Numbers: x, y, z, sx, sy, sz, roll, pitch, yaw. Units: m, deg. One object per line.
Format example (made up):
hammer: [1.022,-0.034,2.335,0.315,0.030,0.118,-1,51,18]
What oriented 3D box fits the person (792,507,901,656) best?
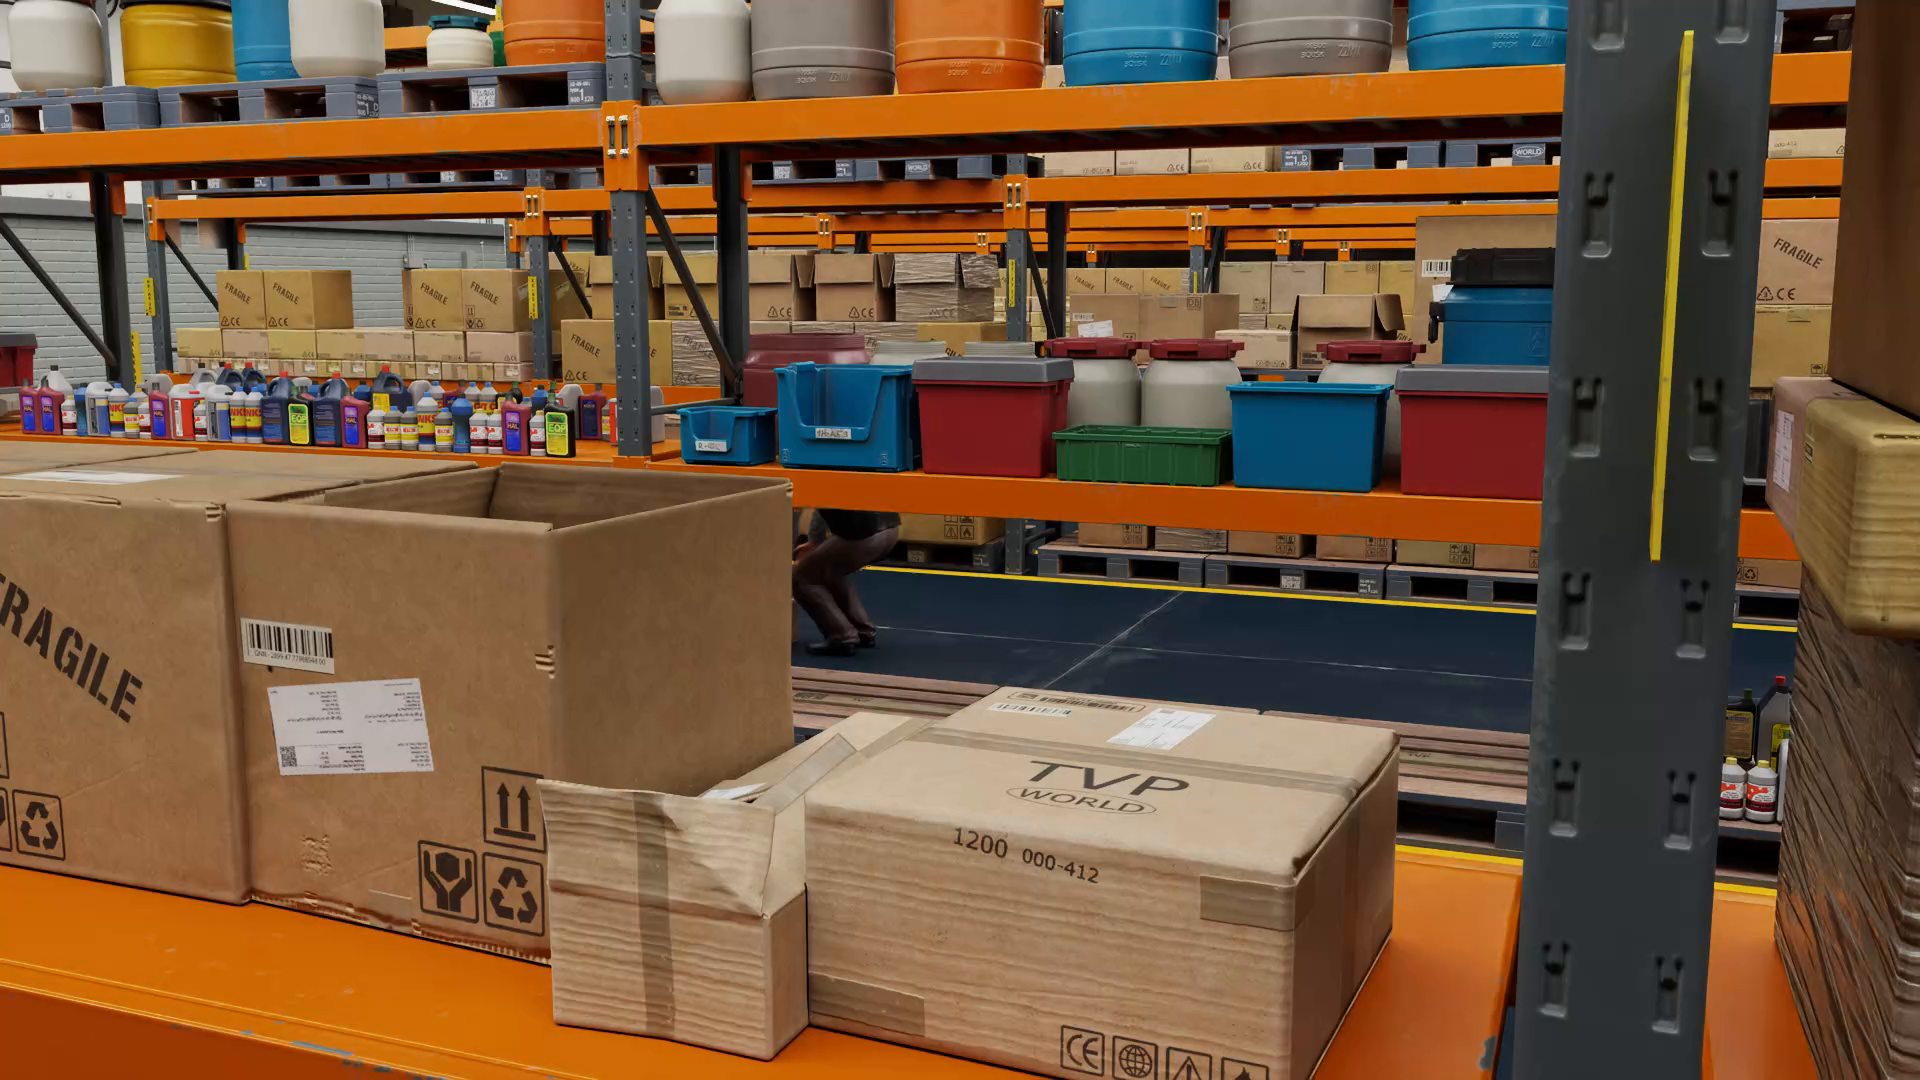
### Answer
person: [-0.742,0.000,9.426,0.771,1.279,0.587,3,9,21]
